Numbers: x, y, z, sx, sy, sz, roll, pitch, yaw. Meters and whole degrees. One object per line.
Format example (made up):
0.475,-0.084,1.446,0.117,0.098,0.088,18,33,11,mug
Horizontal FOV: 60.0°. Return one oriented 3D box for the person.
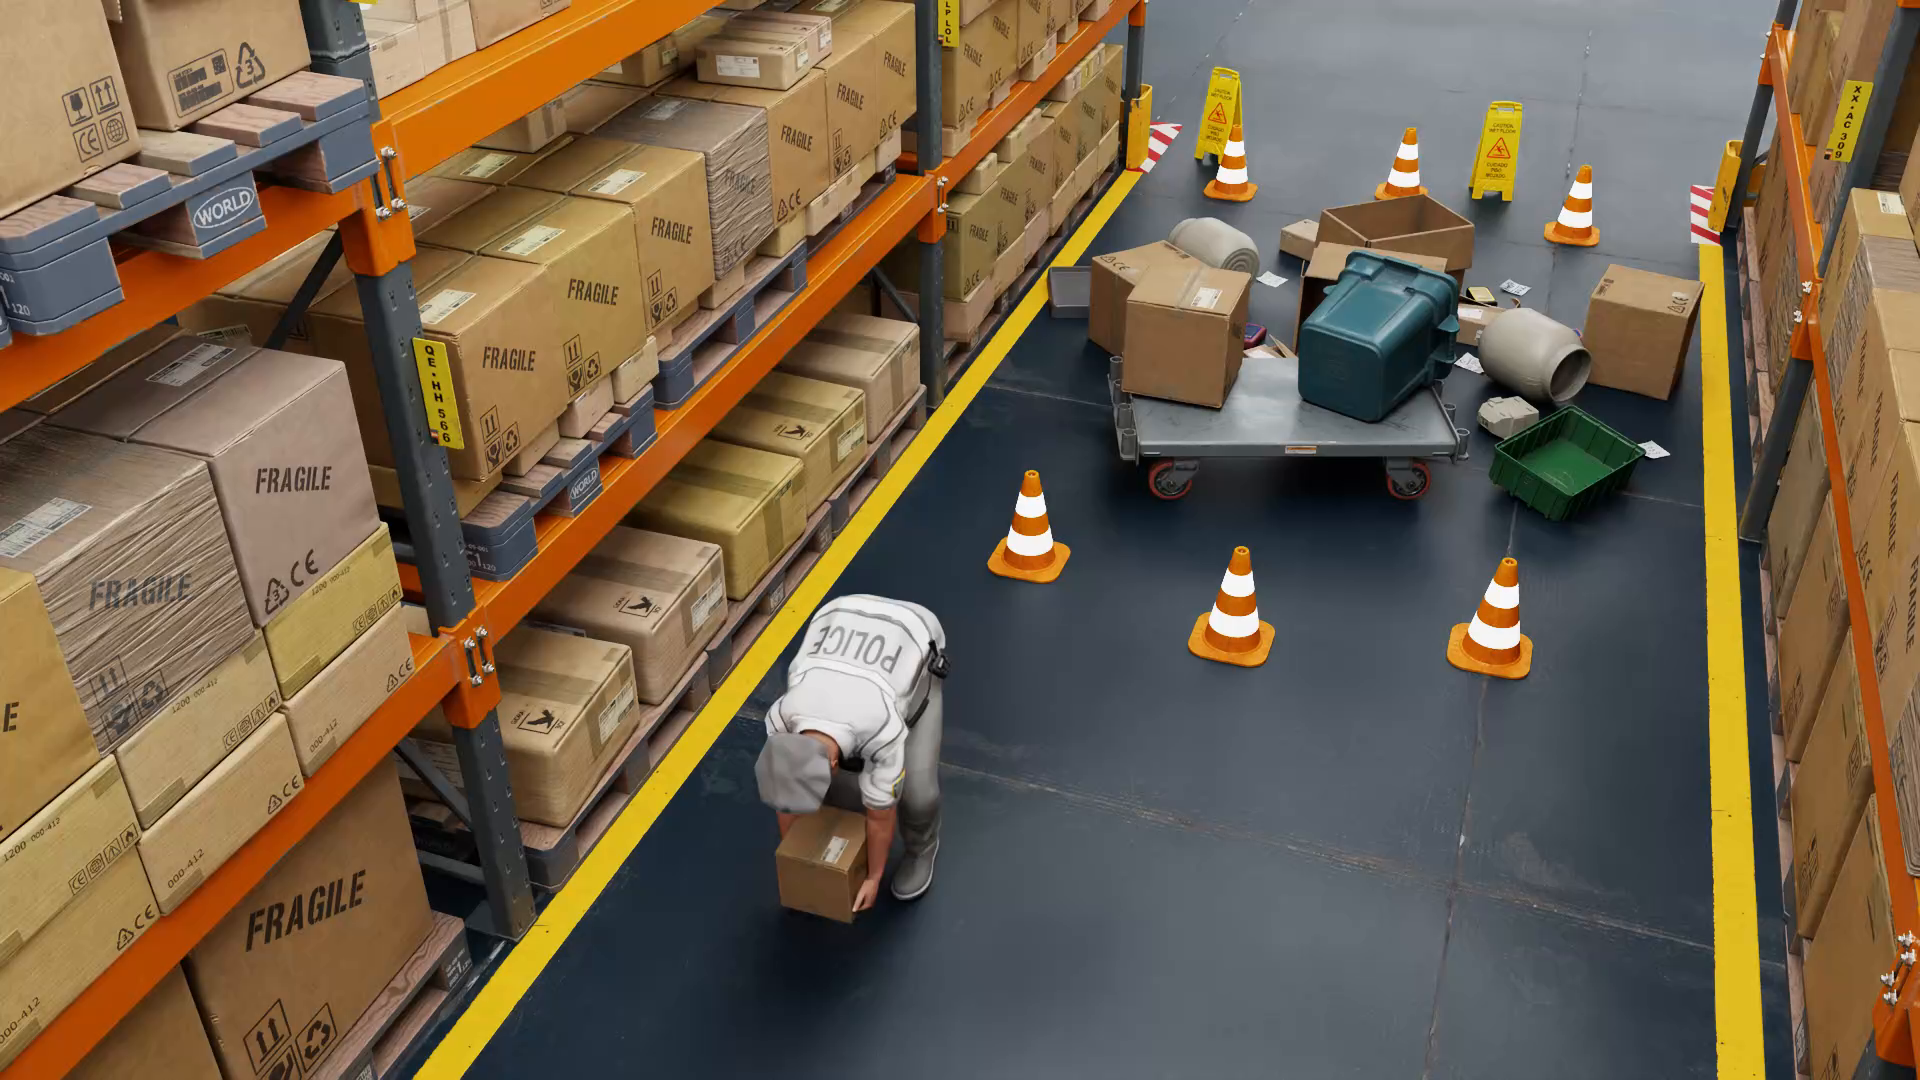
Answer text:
-0.360,0.810,5.486,0.504,1.102,1.046,10,34,15,person
